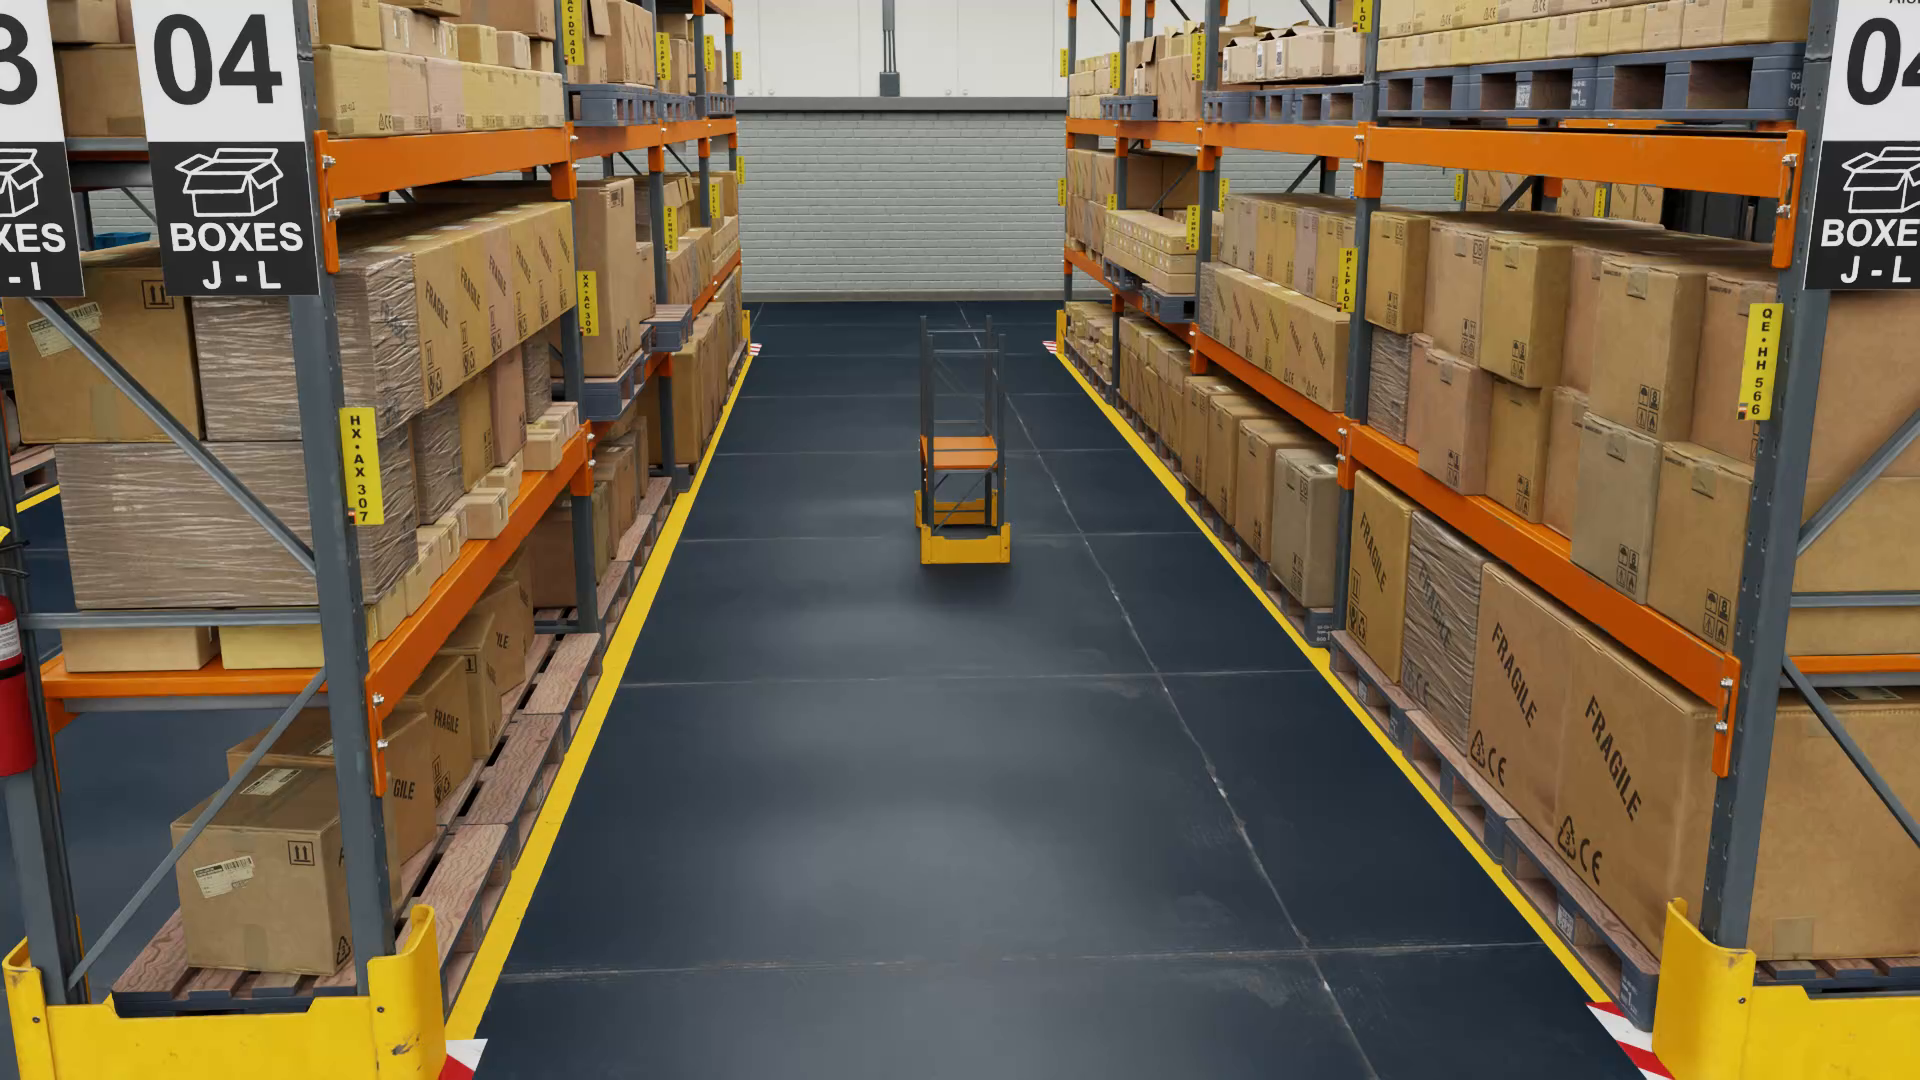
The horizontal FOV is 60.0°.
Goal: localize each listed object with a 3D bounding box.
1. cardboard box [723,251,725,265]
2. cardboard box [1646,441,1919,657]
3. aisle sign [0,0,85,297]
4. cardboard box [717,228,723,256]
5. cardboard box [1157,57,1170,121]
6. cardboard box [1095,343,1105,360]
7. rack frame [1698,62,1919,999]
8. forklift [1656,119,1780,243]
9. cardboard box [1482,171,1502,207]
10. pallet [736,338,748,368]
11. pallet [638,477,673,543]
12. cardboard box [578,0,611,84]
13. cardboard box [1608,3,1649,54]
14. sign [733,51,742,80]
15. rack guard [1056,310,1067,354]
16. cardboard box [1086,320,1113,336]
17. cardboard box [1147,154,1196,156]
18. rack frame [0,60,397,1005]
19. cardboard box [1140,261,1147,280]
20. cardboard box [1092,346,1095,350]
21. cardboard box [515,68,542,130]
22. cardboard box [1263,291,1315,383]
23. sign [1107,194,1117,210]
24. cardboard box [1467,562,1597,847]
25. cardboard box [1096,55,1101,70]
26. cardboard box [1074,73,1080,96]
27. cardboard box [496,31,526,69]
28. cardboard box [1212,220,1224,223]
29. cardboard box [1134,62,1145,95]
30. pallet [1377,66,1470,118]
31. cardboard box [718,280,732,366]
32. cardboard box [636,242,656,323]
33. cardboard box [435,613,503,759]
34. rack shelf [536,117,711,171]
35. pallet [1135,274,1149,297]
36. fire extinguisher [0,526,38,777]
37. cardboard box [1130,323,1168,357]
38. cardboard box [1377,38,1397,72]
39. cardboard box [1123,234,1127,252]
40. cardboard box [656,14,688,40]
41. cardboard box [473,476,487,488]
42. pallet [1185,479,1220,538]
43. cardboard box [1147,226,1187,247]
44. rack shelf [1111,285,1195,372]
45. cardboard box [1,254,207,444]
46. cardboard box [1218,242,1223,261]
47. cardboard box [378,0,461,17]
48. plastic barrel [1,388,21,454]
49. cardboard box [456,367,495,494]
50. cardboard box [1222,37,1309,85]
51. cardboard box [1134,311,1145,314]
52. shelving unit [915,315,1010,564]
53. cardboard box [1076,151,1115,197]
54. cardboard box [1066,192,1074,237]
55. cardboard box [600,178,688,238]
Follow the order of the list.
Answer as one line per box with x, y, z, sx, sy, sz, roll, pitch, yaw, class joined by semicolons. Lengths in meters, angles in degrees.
-2.679;-2.975;17.572;0.380;0.149;0.250;-1;14;-4;cardboard box
2.706;0.011;5.163;0.875;0.550;0.550;-1;14;-3;cardboard box
-2.478;-1.012;4.224;0.394;0.787;0.004;-1;14;-3;aisle sign
-2.719;-3.074;17.157;0.500;0.250;0.500;-1;14;-4;cardboard box
1.919;-3.702;13.675;0.500;0.500;0.500;-1;14;-3;cardboard box
1.631;-1.983;17.495;0.380;0.149;0.250;-1;14;-5;cardboard box
2.775;0.175;4.825;1.000;3.000;0.127;-1;14;-3;rack frame
5.509;-1.449;11.276;3.031;2.935;1.130;3;15;11;forklift
6.502;-4.186;19.568;0.500;0.500;0.500;-1;14;-5;cardboard box
-3.046;-2.204;19.670;1.003;0.211;1.213;-1;14;-3;pallet
-2.631;-0.218;11.950;1.003;0.211;1.213;-1;14;-3;pallet
-2.419;-2.827;9.424;0.797;0.503;0.637;0;14;-1;cardboard box
2.369;-1.674;5.455;0.380;0.149;0.250;-1;14;-3;cardboard box
-2.631;-5.601;19.636;0.100;0.325;0.005;-1;14;-3;sign
1.788;-2.574;20.529;1.175;0.500;0.348;-1;14;-3;rack guard
1.595;-2.328;18.238;0.380;0.149;0.250;-1;14;-5;cardboard box
2.199;-3.730;17.201;0.500;0.500;0.500;-1;14;-5;cardboard box
-2.182;0.227;4.625;1.000;3.000;0.127;-1;14;-3;rack frame
1.730;-2.266;13.976;0.380;0.149;0.250;-2;15;-6;cardboard box
1.654;-2.047;18.343;0.380;0.149;0.250;-1;14;-2;cardboard box
-2.119;-1.909;7.206;0.500;0.250;0.500;-1;14;-2;cardboard box
2.165;-1.245;10.145;0.500;0.500;0.500;-1;14;-3;cardboard box
1.490;-3.218;16.277;0.100;0.325;0.005;-1;14;-3;sign
2.610;0.614;6.540;0.875;0.875;0.875;-1;14;-4;cardboard box
1.633;-5.019;17.492;0.380;0.149;0.250;-1;14;-4;cardboard box
1.585;-5.183;18.929;0.500;0.250;0.500;-1;14;-4;cardboard box
-2.051;-2.068;7.024;0.380;0.149;0.250;-1;14;-5;cardboard box
2.349;-2.691;14.433;0.380;0.149;0.250;-1;14;-4;cardboard box
1.876;-4.200;15.146;0.500;0.311;0.500;-1;14;-4;cardboard box
2.567;-2.026;7.538;1.003;0.211;1.213;-1;14;-3;pallet
-2.942;-2.321;17.950;0.875;0.875;0.875;-1;14;-3;cardboard box
-2.470;-1.744;11.240;0.700;0.500;0.500;1;14;5;cardboard box
-2.285;0.635;7.213;0.500;0.500;0.500;-2;15;-8;cardboard box
-2.802;-3.365;14.007;1.077;0.370;4.000;-1;14;-3;rack shelf
2.116;-2.213;14.493;1.003;0.211;1.213;-1;14;-3;pallet
-2.635;0.300;4.497;0.296;0.674;0.183;-1;14;-3;fire extinguisher
1.849;-1.845;15.346;0.500;0.250;0.500;0;14;-2;cardboard box
2.210;-2.307;7.912;0.380;0.149;0.250;-1;14;-4;cardboard box
1.667;-2.670;14.946;0.380;0.149;0.250;0;14;-1;cardboard box
-2.977;-5.108;16.590;0.500;0.250;0.500;-2;15;-7;cardboard box
-2.106;-0.161;6.636;0.380;0.149;0.250;-1;14;-3;cardboard box
2.253;-0.267;12.139;1.003;0.211;1.213;-1;14;-3;pallet
1.741;-2.493;13.663;0.380;0.149;0.250;0;14;-2;cardboard box
2.155;-1.963;14.581;1.077;0.370;4.000;-1;14;-3;rack shelf
-2.463;-0.583;4.968;0.500;0.500;0.500;-1;14;-3;cardboard box
2.380;-2.422;13.984;0.380;0.149;0.250;-1;14;-3;cardboard box
-2.004;-2.034;5.591;0.500;0.500;0.500;-1;14;-4;cardboard box
-7.793;-0.945;13.331;0.421;0.512;0.421;0;14;0;plastic barrel
-2.347;-0.475;6.555;0.875;0.500;0.500;-1;14;-3;cardboard box
2.104;-3.292;11.418;0.500;0.311;0.500;-1;14;-3;cardboard box
2.195;-2.530;19.024;0.380;0.149;0.250;0;14;-1;cardboard box
0.005;-0.707;11.266;0.587;1.500;1.083;-1;14;-3;shelving unit
1.594;-4.110;18.675;0.500;0.500;0.500;-1;14;-5;cardboard box
1.535;-3.880;19.791;0.500;0.500;0.500;0;14;-1;cardboard box
-2.847;-2.962;14.806;0.797;0.503;0.637;-1;14;-3;cardboard box
